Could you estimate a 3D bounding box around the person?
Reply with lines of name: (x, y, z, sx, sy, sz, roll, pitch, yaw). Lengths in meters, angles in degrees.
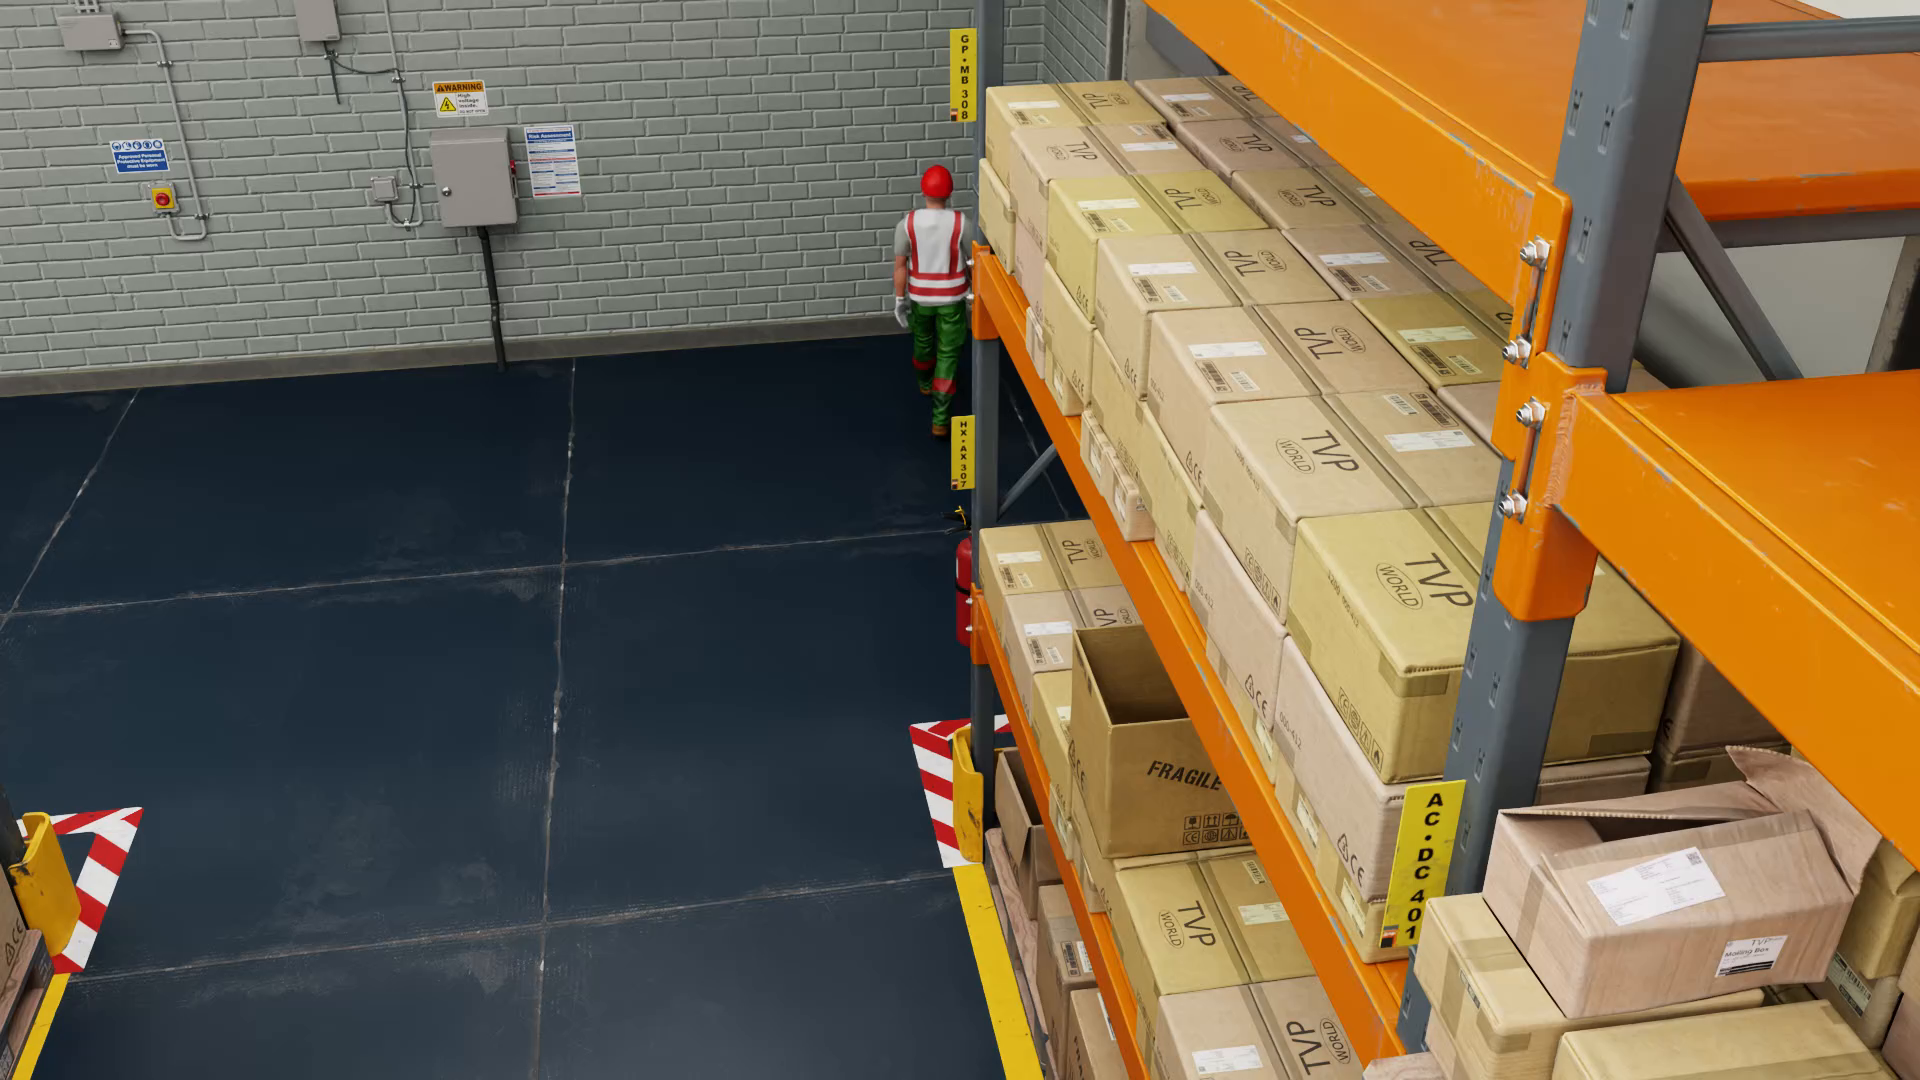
person: (-0.131, -1.647, 10.928, 0.538, 1.746, 0.978, 5, 31, 9)
